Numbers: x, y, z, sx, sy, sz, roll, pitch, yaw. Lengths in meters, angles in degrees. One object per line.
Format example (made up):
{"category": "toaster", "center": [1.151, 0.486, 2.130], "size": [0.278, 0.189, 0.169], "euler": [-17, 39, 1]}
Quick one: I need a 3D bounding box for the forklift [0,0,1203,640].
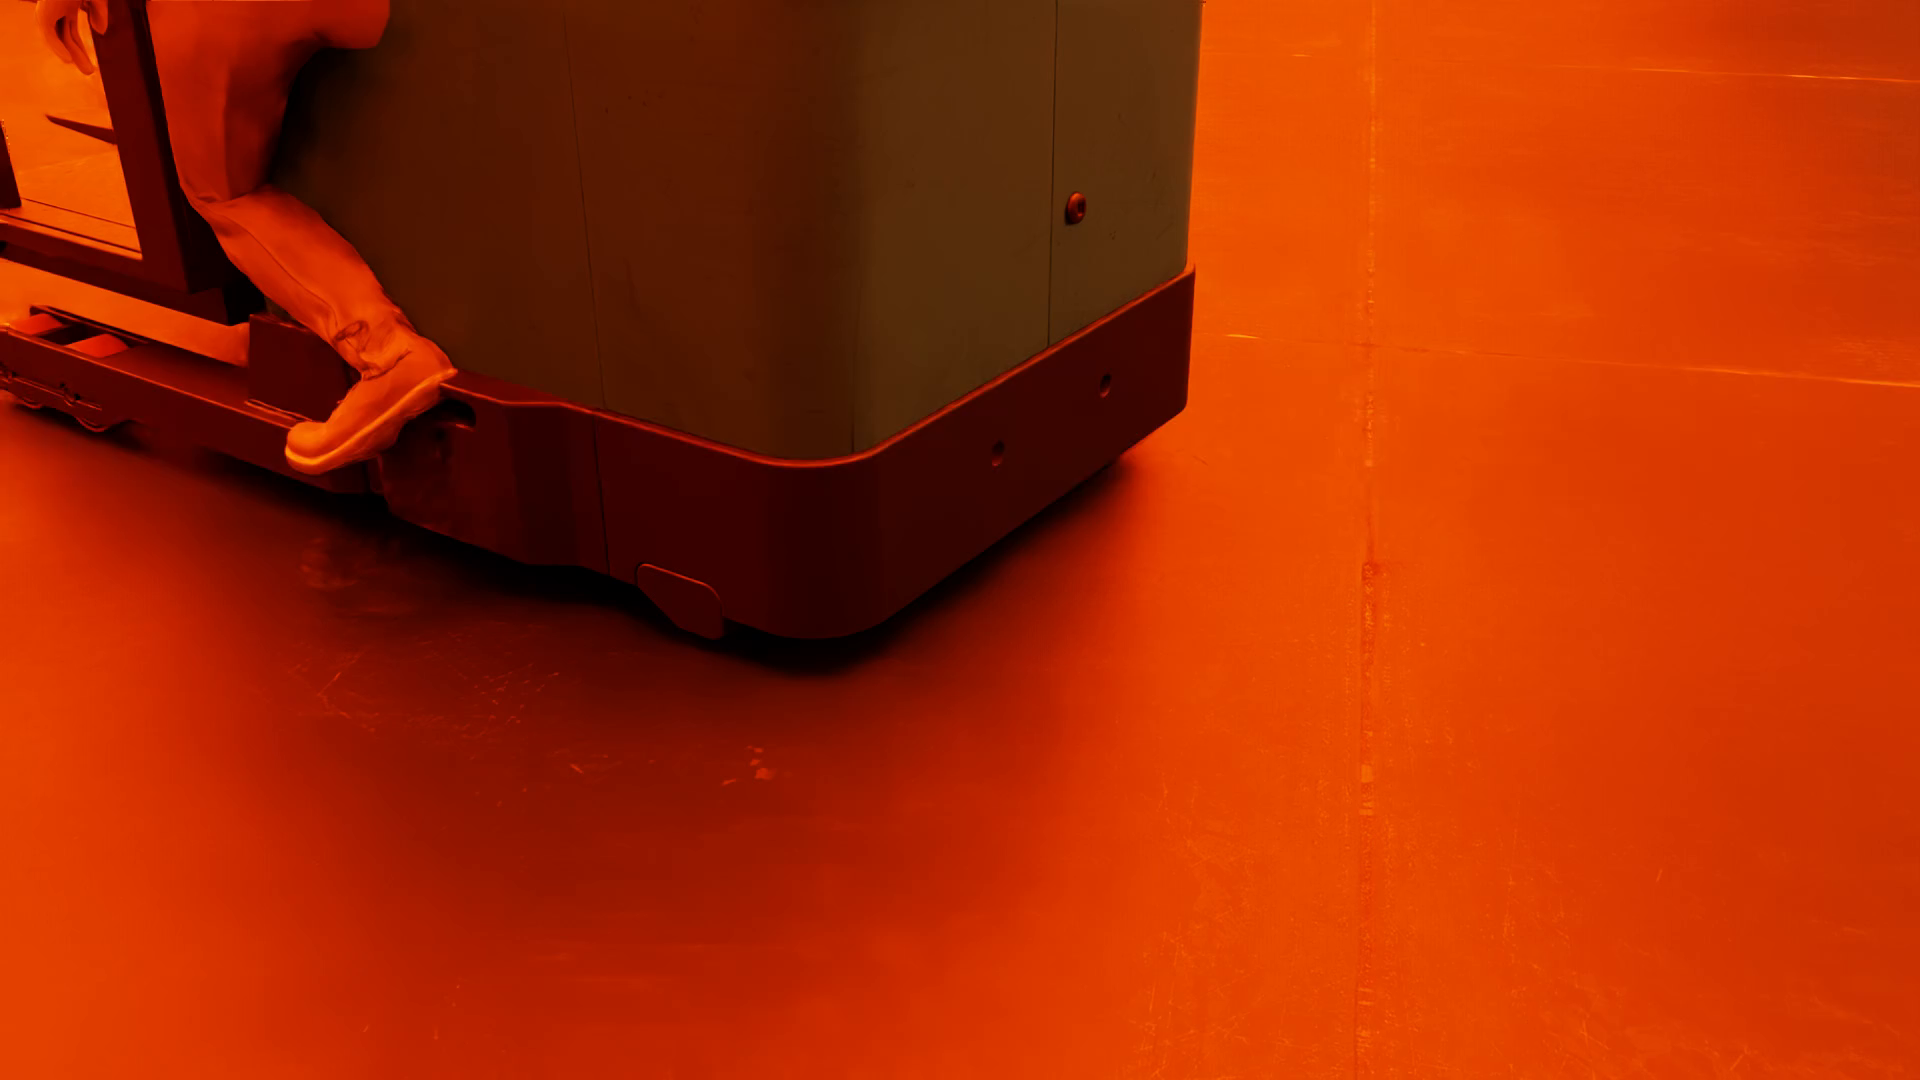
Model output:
{"category": "forklift", "center": [-1.129, -1.673, 2.563], "size": [3.031, 2.935, 1.130], "euler": [17, 31, 29]}

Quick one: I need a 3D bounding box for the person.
{"category": "person", "center": [-0.870, -0.856, 2.211], "size": [0.688, 1.476, 0.658], "euler": [-10, 29, -20]}
